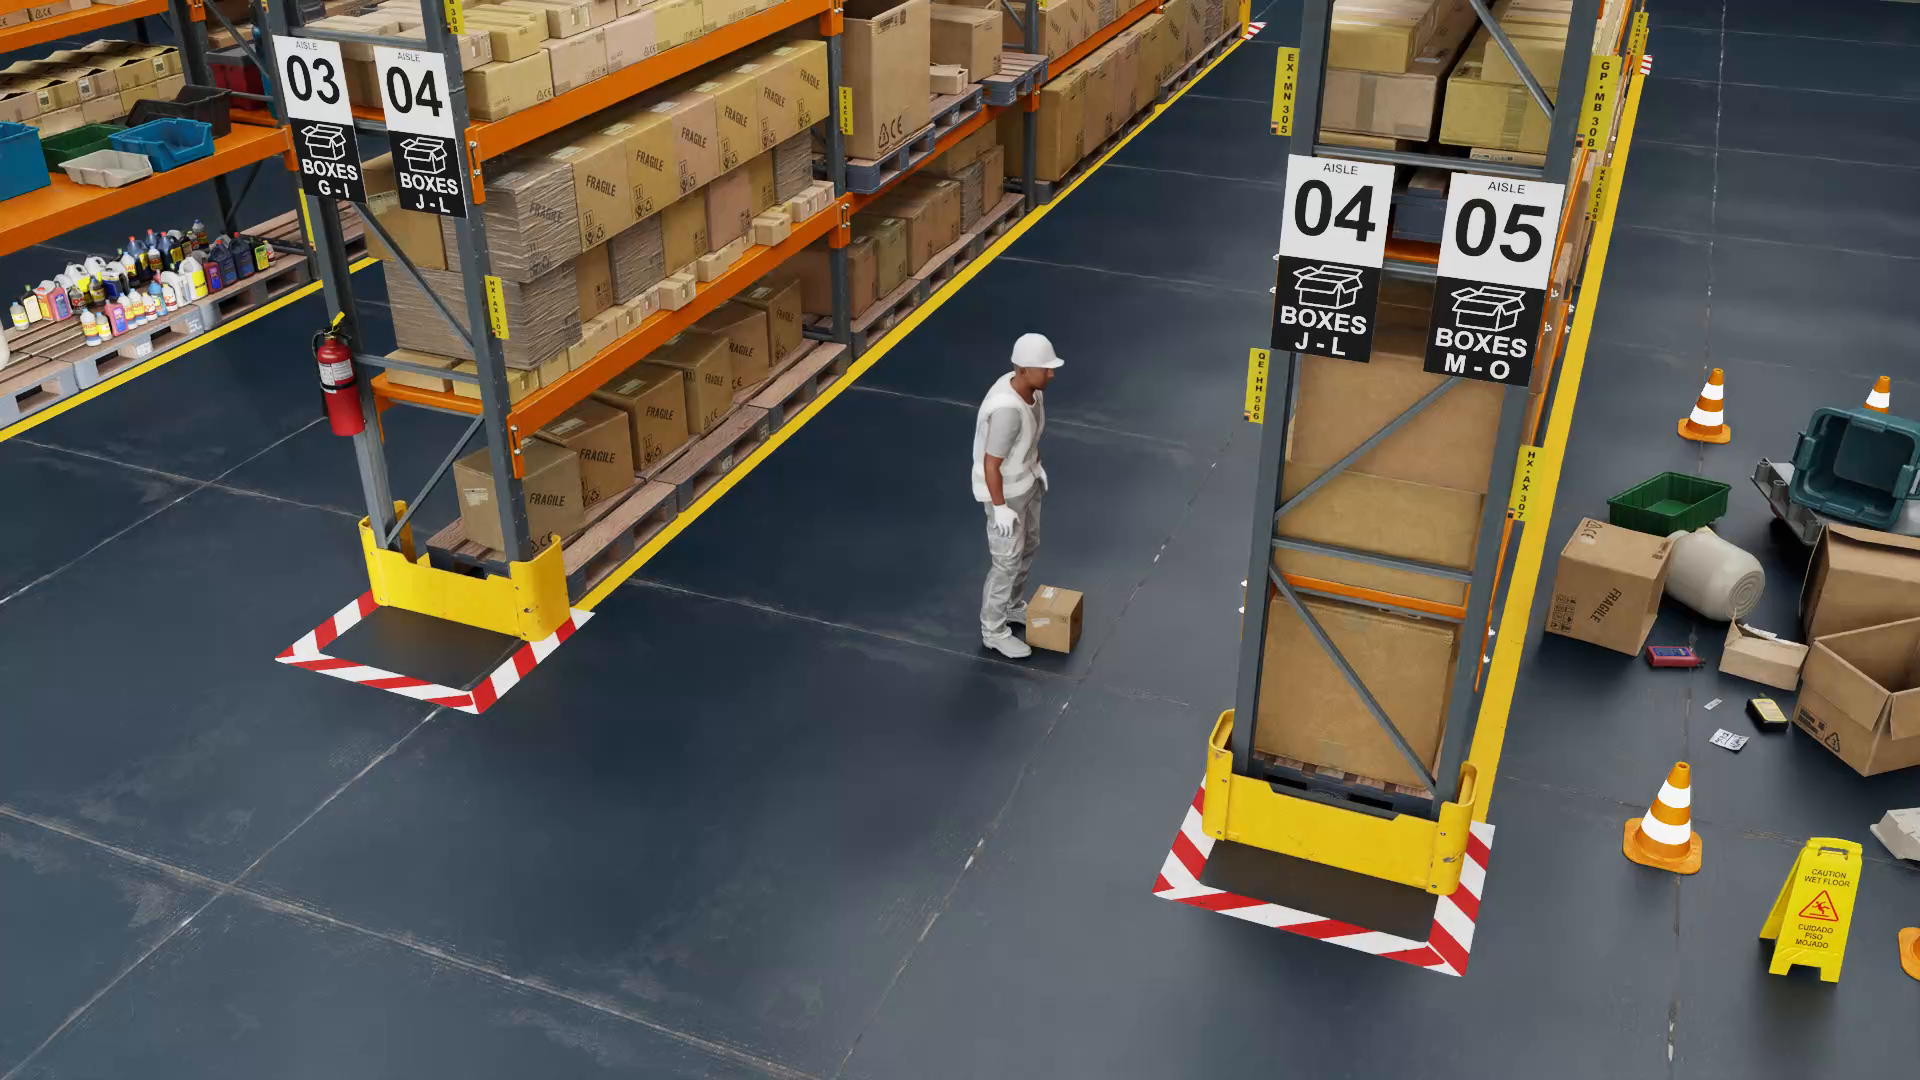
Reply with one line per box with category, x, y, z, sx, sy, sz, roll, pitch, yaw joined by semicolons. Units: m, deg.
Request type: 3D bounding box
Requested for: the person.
person;0.305;-0.264;8.859;0.450;1.774;0.617;11;31;19
